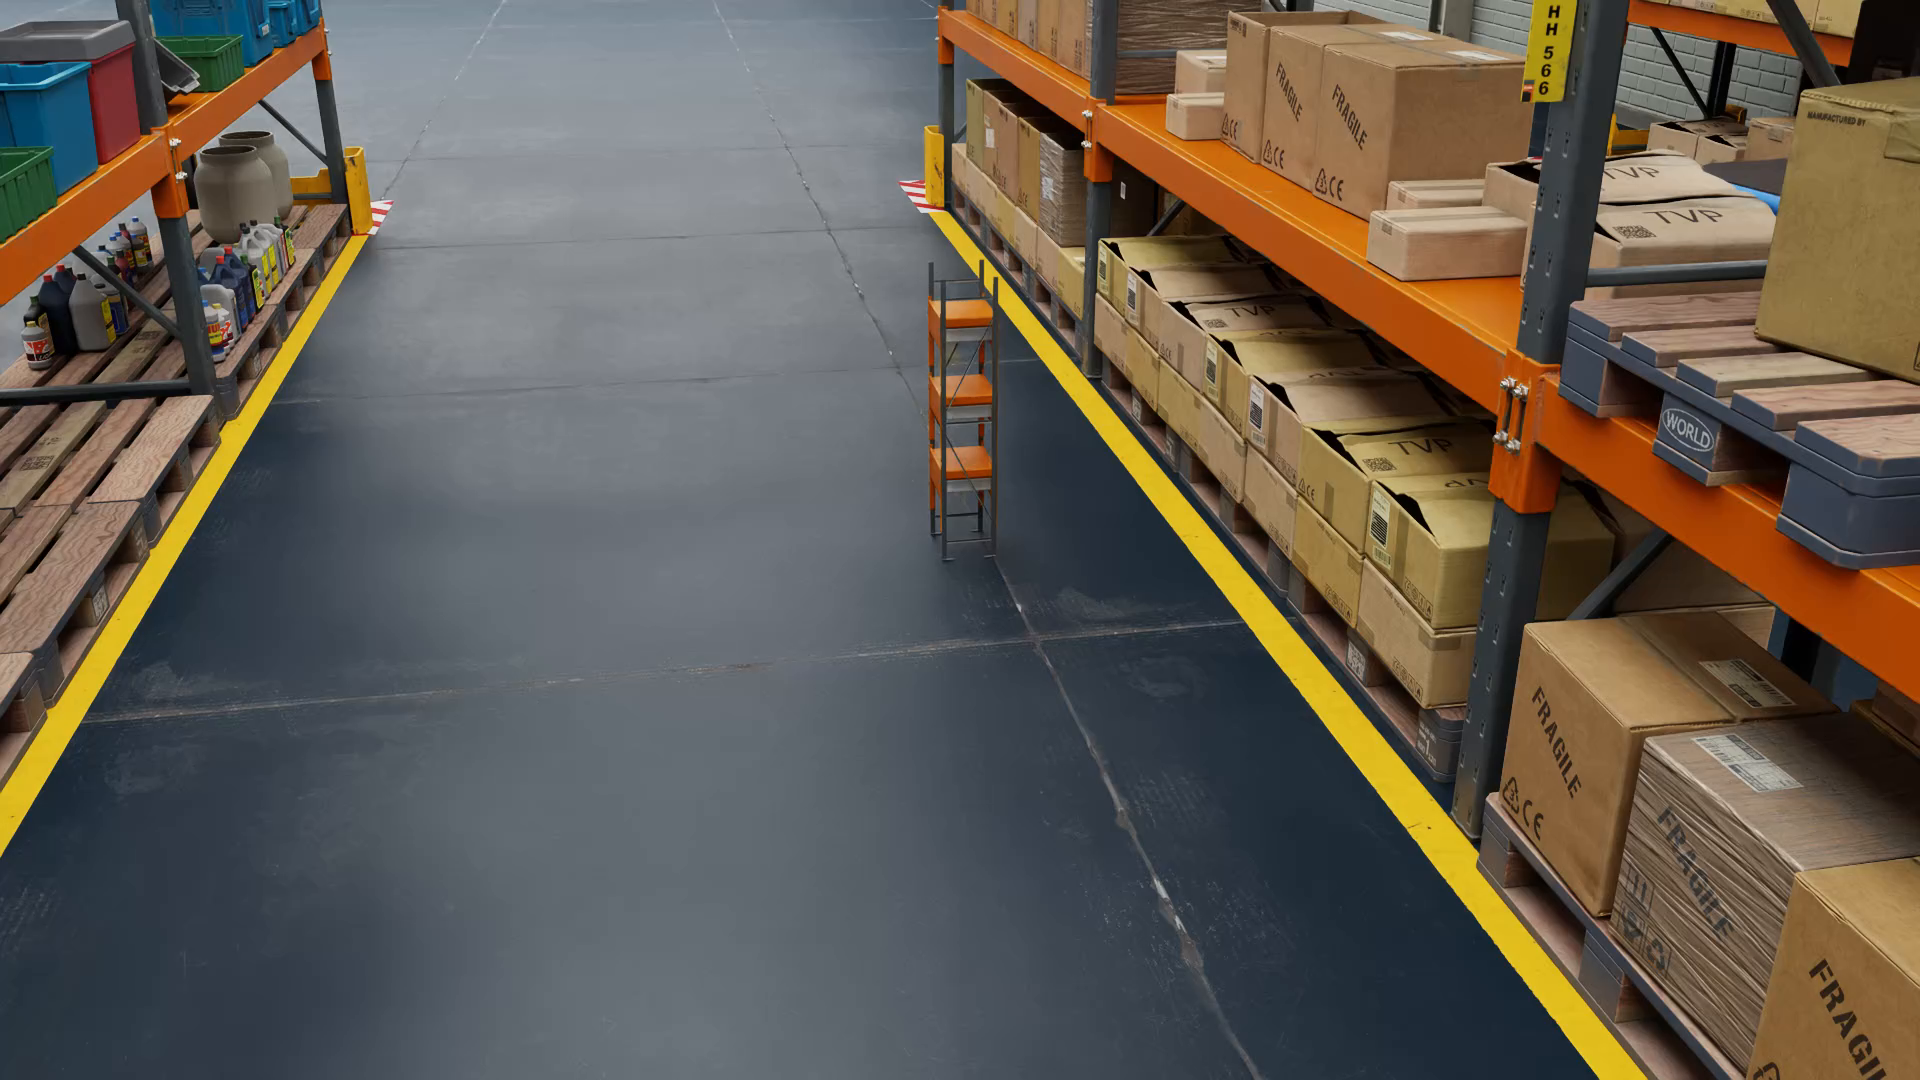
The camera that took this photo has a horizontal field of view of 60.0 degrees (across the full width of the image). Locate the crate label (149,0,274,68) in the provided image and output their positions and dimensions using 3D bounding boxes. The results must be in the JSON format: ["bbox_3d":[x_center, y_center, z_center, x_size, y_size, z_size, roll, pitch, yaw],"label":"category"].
[{"bbox_3d":[-3.908,-2.726,8.700,0.502,0.435,0.616,-4,24,-10],"label":"crate label"}]

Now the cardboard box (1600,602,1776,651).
[{"bbox_3d":[2.026,0.208,4.938,0.500,0.250,0.500,-4,24,-10],"label":"cardboard box"}]

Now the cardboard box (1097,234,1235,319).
[{"bbox_3d":[0.926,-1.214,7.492,0.500,0.311,0.500,-4,24,-10],"label":"cardboard box"}]

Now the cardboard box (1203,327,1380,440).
[{"bbox_3d":[1.212,-0.609,6.108,0.500,0.311,0.500,-4,24,-8],"label":"cardboard box"}]

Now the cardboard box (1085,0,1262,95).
[{"bbox_3d":[1.006,-2.425,7.931,0.700,0.500,0.500,-5,24,-11],"label":"cardboard box"}]

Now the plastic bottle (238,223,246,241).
[{"bbox_3d":[-3.828,-1.571,8.944,0.061,0.283,0.133,-4,24,-10],"label":"plastic bottle"}]

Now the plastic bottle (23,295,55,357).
[{"bbox_3d":[-4.187,-0.962,7.549,0.061,0.283,0.133,-3,24,-7],"label":"plastic bottle"}]

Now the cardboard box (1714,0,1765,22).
[{"bbox_3d":[5.199,-3.468,10.605,0.500,0.250,0.500,-5,24,-11],"label":"cardboard box"}]

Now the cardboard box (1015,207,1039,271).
[{"bbox_3d":[0.604,-1.697,9.299,0.500,0.250,0.500,-4,24,-10],"label":"cardboard box"}]

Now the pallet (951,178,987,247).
[{"bbox_3d":[0.537,-2.203,11.031,1.003,0.211,1.213,-4,24,-10],"label":"pallet"}]

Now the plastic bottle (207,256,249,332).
[{"bbox_3d":[-3.516,-1.176,7.956,0.144,0.351,0.185,-4,24,-8],"label":"plastic bottle"}]

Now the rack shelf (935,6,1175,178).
[{"bbox_3d":[0.725,-2.663,9.498,1.077,0.370,4.000,-4,24,-10],"label":"rack shelf"}]

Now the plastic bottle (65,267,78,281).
[{"bbox_3d":[-4.283,-1.166,8.016,0.061,0.283,0.133,-3,24,-6],"label":"plastic bottle"}]

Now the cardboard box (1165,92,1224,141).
[{"bbox_3d":[1.057,-1.727,6.770,0.380,0.149,0.250,-4,24,-10],"label":"cardboard box"}]

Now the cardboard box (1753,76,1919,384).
[{"bbox_3d":[2.061,-0.631,3.298,0.700,0.500,0.500,-13,27,-27],"label":"cardboard box"}]

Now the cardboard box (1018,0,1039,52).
[{"bbox_3d":[0.718,-3.031,9.318,0.700,0.500,0.500,-4,24,-8],"label":"cardboard box"}]

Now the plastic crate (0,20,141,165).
[{"bbox_3d":[-3.384,-1.702,6.319,0.402,0.464,0.583,-4,24,-10],"label":"plastic crate"}]

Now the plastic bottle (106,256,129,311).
[{"bbox_3d":[-4.176,-1.249,8.207,0.061,0.283,0.133,-4,24,-10],"label":"plastic bottle"}]

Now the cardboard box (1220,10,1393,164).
[{"bbox_3d":[1.318,-1.741,6.363,0.500,0.500,0.500,-3,24,-6],"label":"cardboard box"}]

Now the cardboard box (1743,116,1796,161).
[{"bbox_3d":[5.454,-2.408,10.589,0.700,0.500,0.500,-6,24,-13],"label":"cardboard box"}]

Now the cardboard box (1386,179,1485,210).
[{"bbox_3d":[1.543,-1.015,5.139,0.380,0.149,0.250,-3,24,-6],"label":"cardboard box"}]

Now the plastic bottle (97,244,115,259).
[{"bbox_3d":[-4.365,-1.375,8.510,0.097,0.271,0.097,0,24,0],"label":"plastic bottle"}]

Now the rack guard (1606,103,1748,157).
[{"bbox_3d":[5.236,-2.972,12.429,1.175,0.500,0.348,-4,24,-10],"label":"rack guard"}]

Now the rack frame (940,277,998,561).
[{"bbox_3d":[0.032,-0.412,5.882,0.200,1.050,0.008,-4,24,-10],"label":"rack frame"}]

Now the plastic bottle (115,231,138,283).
[{"bbox_3d":[-4.421,-1.494,8.782,0.097,0.271,0.097,0,24,0],"label":"plastic bottle"}]

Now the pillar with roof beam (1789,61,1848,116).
[{"bbox_3d":[1.971,-6.366,9.583,9.100,9.000,0.400,-4,24,-10],"label":"pillar with roof beam"}]

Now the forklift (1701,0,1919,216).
[{"bbox_3d":[4.068,-1.499,6.020,1.130,2.935,3.031,-8,25,-19],"label":"forklift"}]

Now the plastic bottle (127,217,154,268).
[{"bbox_3d":[-4.485,-1.629,9.091,0.097,0.271,0.097,0,24,0],"label":"plastic bottle"}]

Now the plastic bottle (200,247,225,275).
[{"bbox_3d":[-3.770,-1.363,8.476,0.152,0.276,0.135,-4,24,-10],"label":"plastic bottle"}]

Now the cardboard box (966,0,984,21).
[{"bbox_3d":[0.429,-3.640,10.712,0.700,0.500,0.500,-4,24,-10],"label":"cardboard box"}]

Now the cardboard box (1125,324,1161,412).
[{"bbox_3d":[1.019,-0.760,7.153,0.500,0.250,0.500,-4,24,-8],"label":"cardboard box"}]

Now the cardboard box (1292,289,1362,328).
[{"bbox_3d":[1.643,-0.856,6.673,0.500,0.311,0.500,-4,24,-10],"label":"cardboard box"}]

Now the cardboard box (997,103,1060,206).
[{"bbox_3d":[0.510,-2.237,9.599,0.500,0.500,0.500,-4,24,-10],"label":"cardboard box"}]

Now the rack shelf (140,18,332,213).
[{"bbox_3d":[-4.144,-2.297,8.662,1.077,0.370,4.000,-4,24,-10],"label":"rack shelf"}]

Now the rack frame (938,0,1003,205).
[{"bbox_3d":[0.355,-3.779,11.155,1.000,3.000,0.127,-4,24,-10],"label":"rack frame"}]

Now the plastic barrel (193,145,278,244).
[{"bbox_3d":[-4.224,-2.016,9.701,0.421,0.512,0.421,0,24,0],"label":"plastic barrel"}]

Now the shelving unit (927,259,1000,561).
[{"bbox_3d":[0.010,-0.460,5.992,0.215,1.050,0.252,-4,24,-10],"label":"shelving unit"}]

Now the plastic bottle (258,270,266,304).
[{"bbox_3d":[-3.580,-1.295,8.415,0.097,0.201,0.097,0,24,0],"label":"plastic bottle"}]

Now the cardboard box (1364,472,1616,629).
[{"bbox_3d":[1.495,-0.009,4.734,0.500,0.311,0.500,-4,24,-8],"label":"cardboard box"}]

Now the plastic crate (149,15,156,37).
[{"bbox_3d":[-4.665,-2.917,9.511,0.298,0.136,0.250,-4,24,-10],"label":"plastic crate"}]

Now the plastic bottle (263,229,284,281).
[{"bbox_3d":[-3.698,-1.522,8.839,0.152,0.276,0.135,-5,24,-11],"label":"plastic bottle"}]

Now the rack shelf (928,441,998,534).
[{"bbox_3d":[0.010,-0.196,6.107,0.215,0.259,0.240,-4,24,-10],"label":"rack shelf"}]

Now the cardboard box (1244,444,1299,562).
[{"bbox_3d":[1.308,-0.154,5.766,0.500,0.250,0.500,-4,24,-9],"label":"cardboard box"}]

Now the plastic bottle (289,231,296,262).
[{"bbox_3d":[-3.743,-1.643,9.211,0.097,0.201,0.097,0,24,0],"label":"plastic bottle"}]

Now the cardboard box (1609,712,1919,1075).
[{"bbox_3d":[1.740,0.717,3.433,0.500,0.500,0.500,-5,24,-12],"label":"cardboard box"}]

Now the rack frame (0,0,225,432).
[{"bbox_3d":[-3.774,-1.840,6.716,1.000,3.000,0.127,-4,24,-10],"label":"rack frame"}]

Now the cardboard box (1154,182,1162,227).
[{"bbox_3d":[1.216,-1.883,8.788,0.500,0.500,0.500,-4,24,-10],"label":"cardboard box"}]

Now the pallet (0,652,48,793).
[{"bbox_3d":[-3.140,0.703,4.376,1.003,0.211,1.213,-4,24,-10],"label":"pallet"}]

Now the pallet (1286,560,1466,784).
[{"bbox_3d":[1.720,0.319,5.256,1.003,0.211,1.213,-4,24,-10],"label":"pallet"}]

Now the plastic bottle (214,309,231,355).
[{"bbox_3d":[-3.421,-0.957,7.641,0.097,0.201,0.097,0,24,0],"label":"plastic bottle"}]

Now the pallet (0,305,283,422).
[{"bbox_3d":[-3.857,-0.830,7.886,1.003,0.211,1.213,-4,24,-10],"label":"pallet"}]

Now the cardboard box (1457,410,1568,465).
[{"bbox_3d":[1.921,-0.255,5.297,0.500,0.311,0.500,-5,24,-11],"label":"cardboard box"}]

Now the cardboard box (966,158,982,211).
[{"bbox_3d":[0.331,-2.288,10.651,0.500,0.250,0.500,-4,24,-10],"label":"cardboard box"}]
